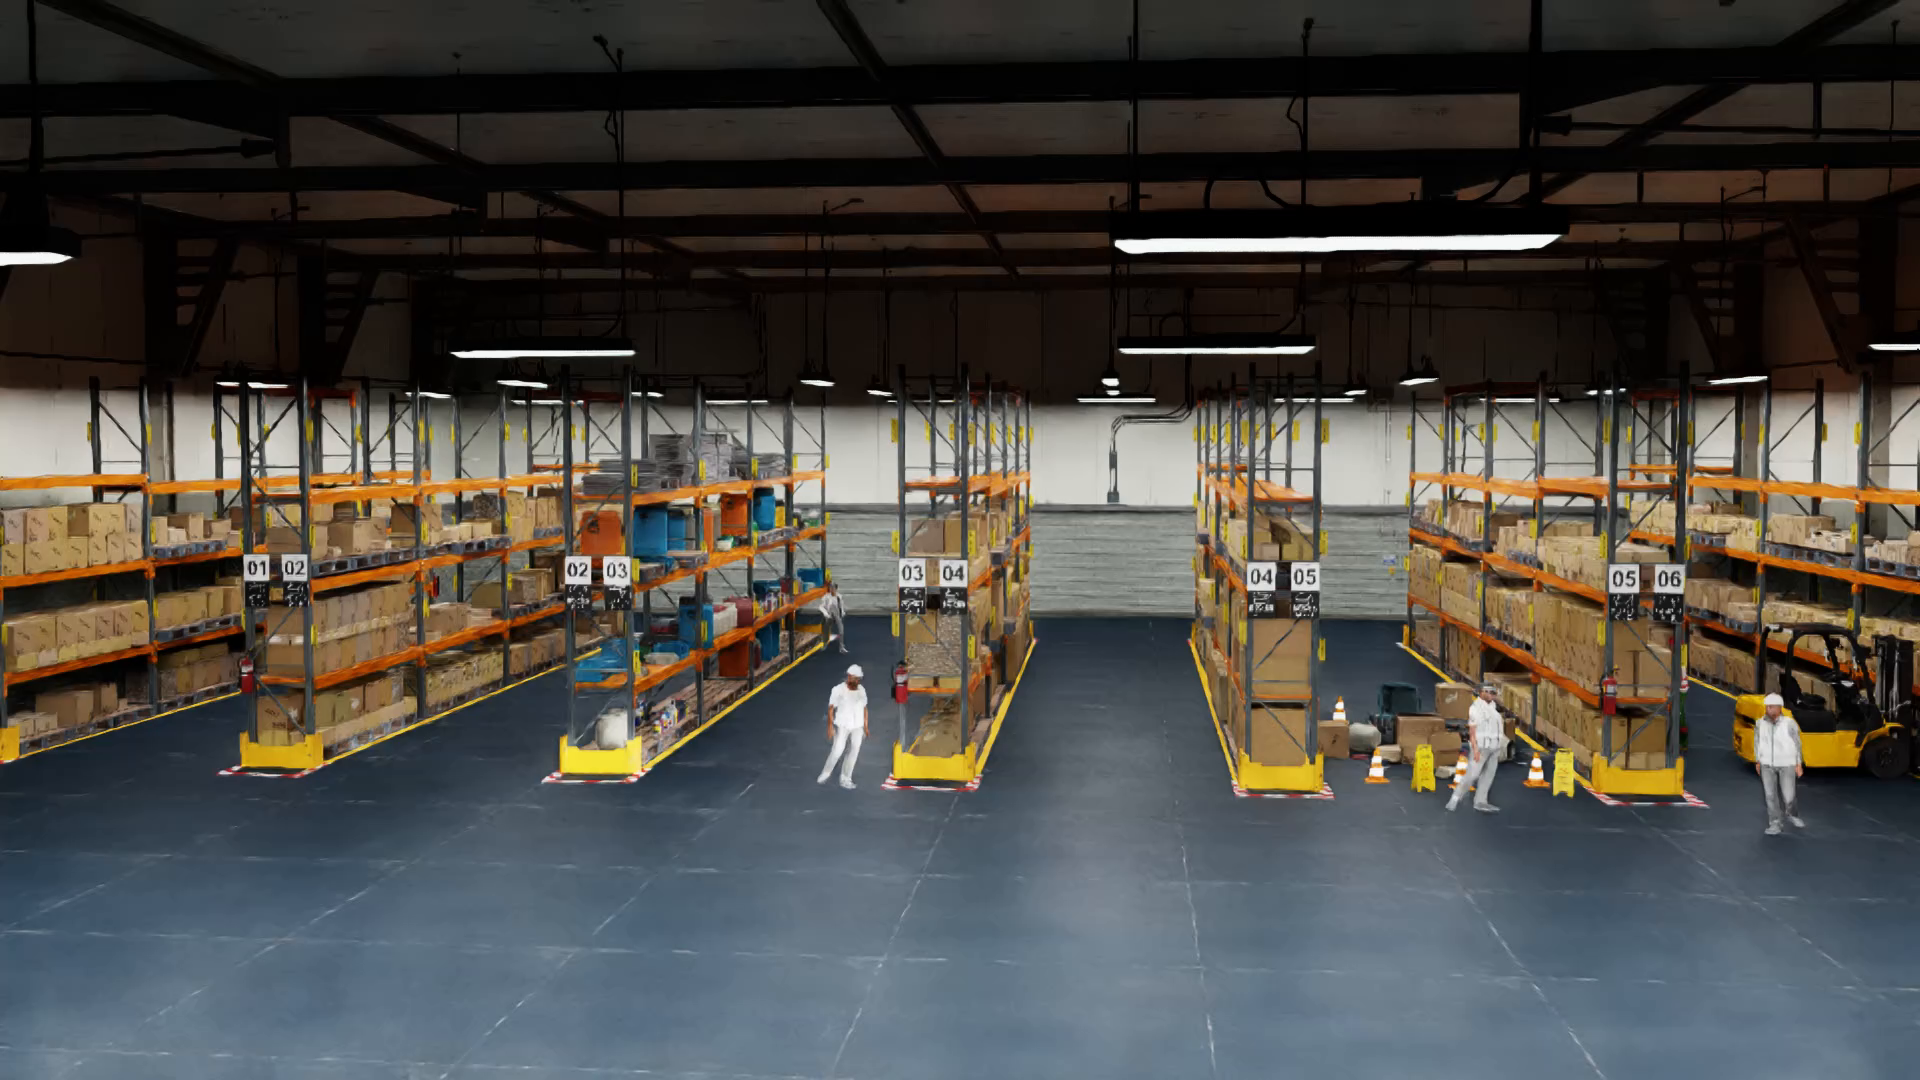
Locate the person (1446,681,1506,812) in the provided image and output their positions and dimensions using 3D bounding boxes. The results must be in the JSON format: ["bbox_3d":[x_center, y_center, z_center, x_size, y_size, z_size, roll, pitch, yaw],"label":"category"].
[{"bbox_3d":[6.803,2.726,21.956,0.734,1.742,0.554,-3,5,-38],"label":"person"}]

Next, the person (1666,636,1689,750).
[{"bbox_3d":[11.328,2.398,26.417,0.577,1.785,0.655,3,5,38],"label":"person"}]

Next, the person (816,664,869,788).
[{"bbox_3d":[-1.653,2.625,23.501,0.743,1.750,0.539,-2,4,-33],"label":"person"}]

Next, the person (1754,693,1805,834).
[{"bbox_3d":[10.245,2.787,20.801,0.588,1.768,0.559,3,5,43],"label":"person"}]

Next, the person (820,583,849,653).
[{"bbox_3d":[-2.907,1.754,37.953,0.630,1.607,0.814,-1,4,-11],"label":"person"}]
